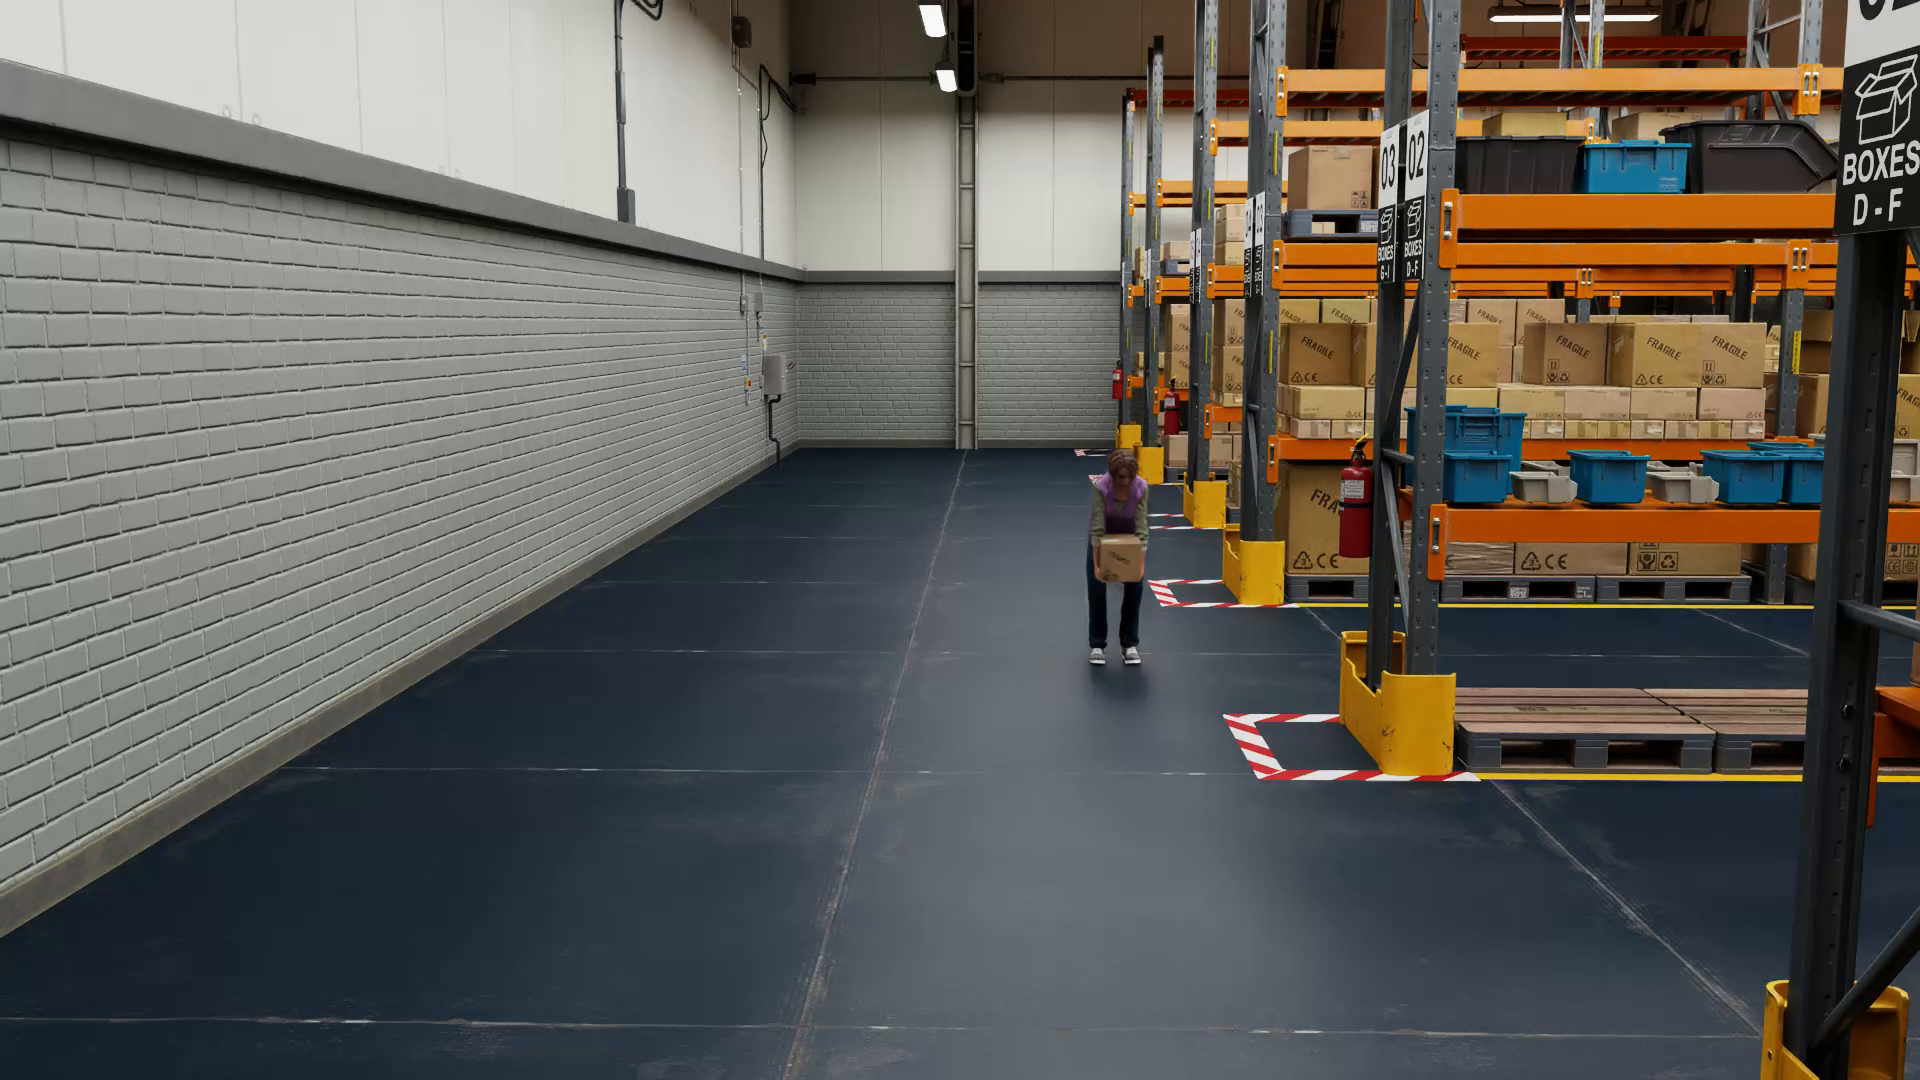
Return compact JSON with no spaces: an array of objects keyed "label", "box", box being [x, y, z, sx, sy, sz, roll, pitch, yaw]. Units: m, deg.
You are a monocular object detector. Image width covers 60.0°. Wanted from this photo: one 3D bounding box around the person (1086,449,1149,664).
[{"label":"person","box":[1.008,0.120,10.652,0.377,1.409,0.690,0,7,0]}]
